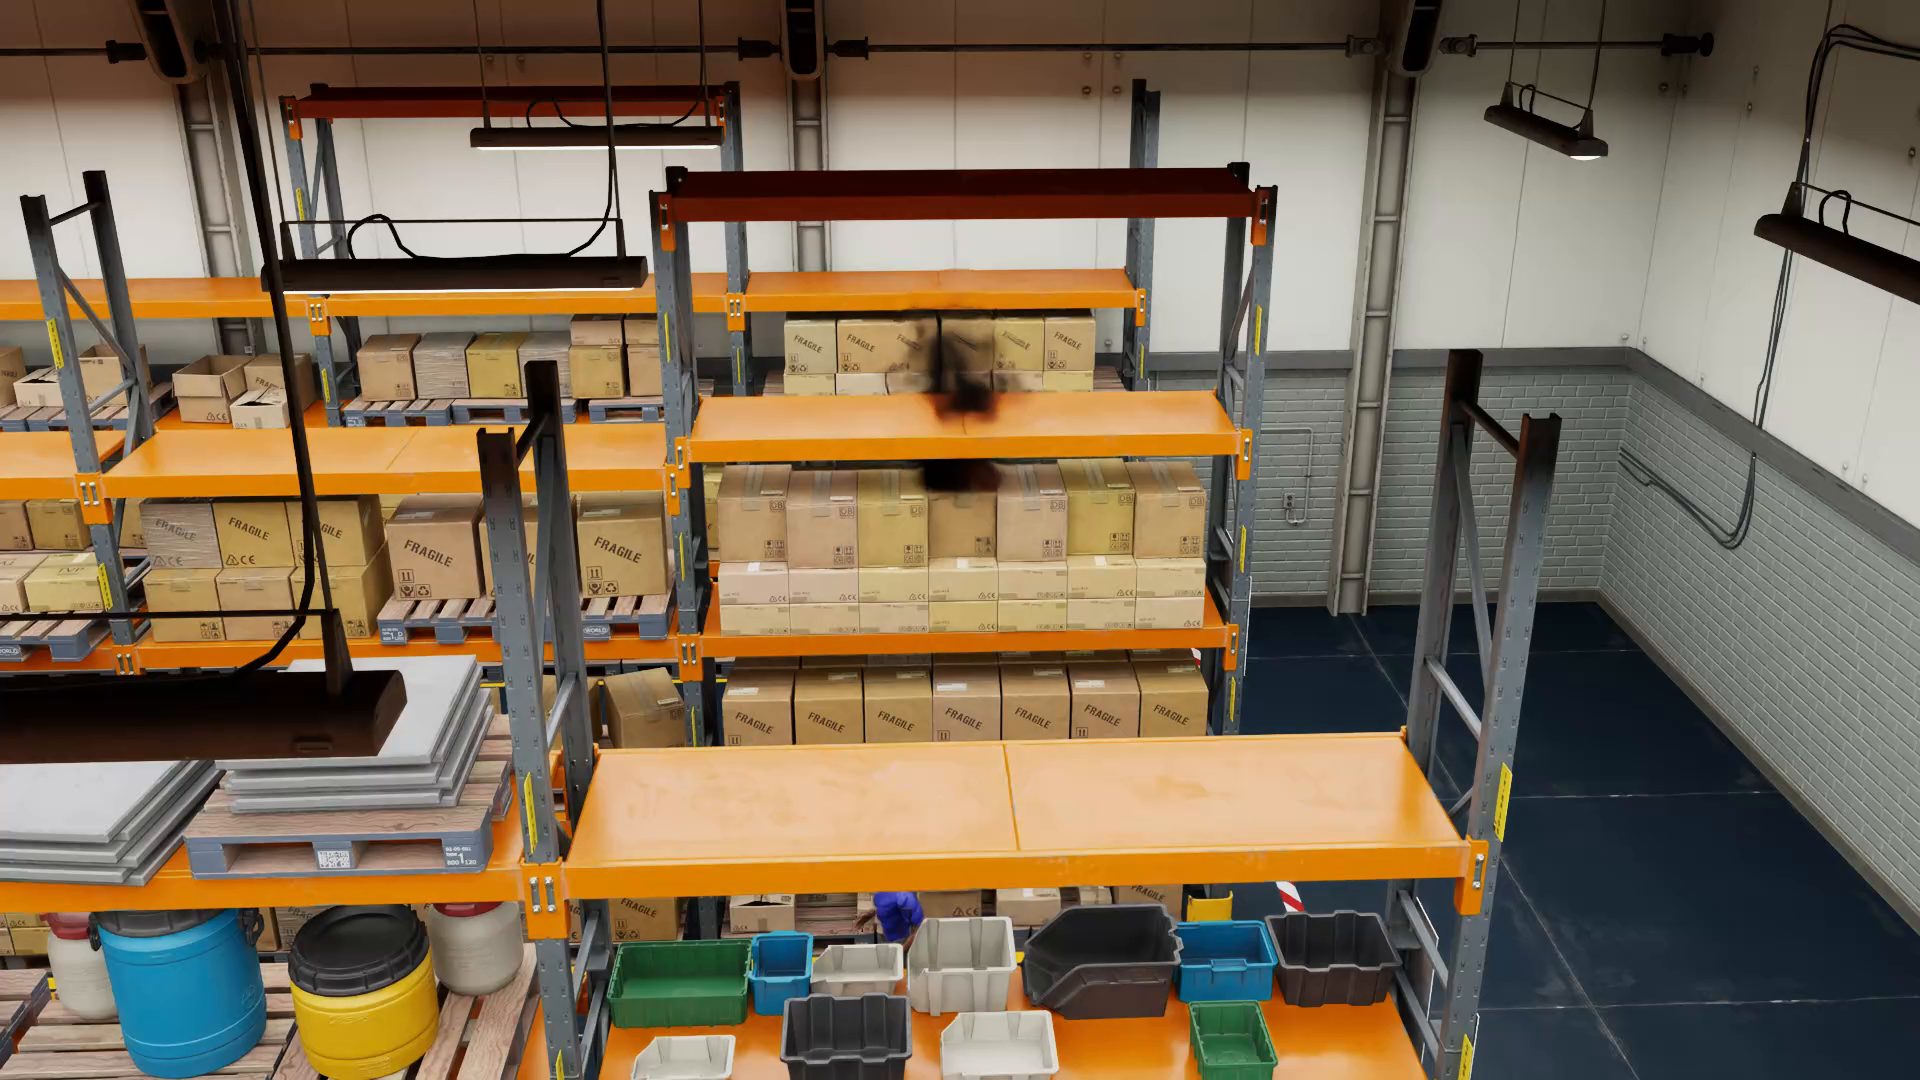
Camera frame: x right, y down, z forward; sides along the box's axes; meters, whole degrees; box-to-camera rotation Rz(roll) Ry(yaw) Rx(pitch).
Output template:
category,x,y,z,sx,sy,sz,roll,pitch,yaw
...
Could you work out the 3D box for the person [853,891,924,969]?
category,x,y,z,sx,sy,sz,roll,pitch,yaw
person,-0.446,2.793,11.401,0.551,1.607,0.569,-3,22,-7
